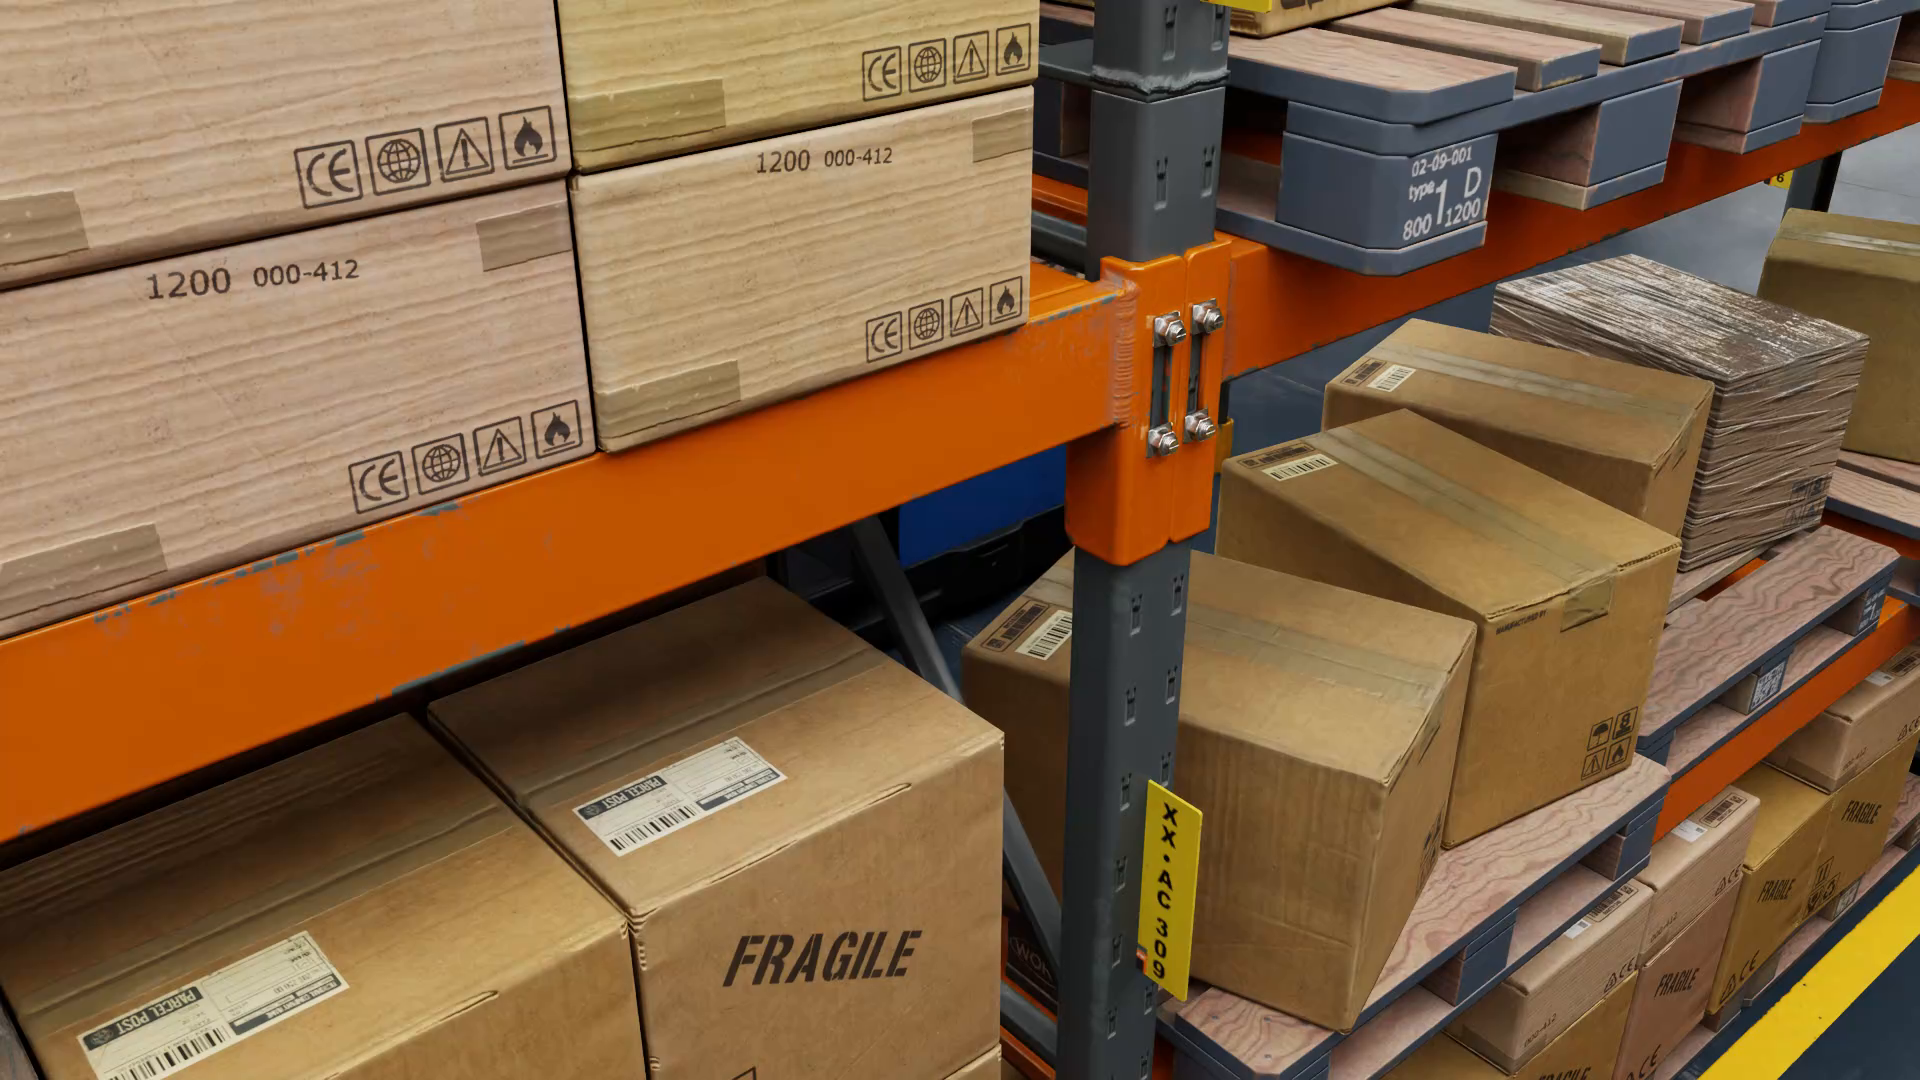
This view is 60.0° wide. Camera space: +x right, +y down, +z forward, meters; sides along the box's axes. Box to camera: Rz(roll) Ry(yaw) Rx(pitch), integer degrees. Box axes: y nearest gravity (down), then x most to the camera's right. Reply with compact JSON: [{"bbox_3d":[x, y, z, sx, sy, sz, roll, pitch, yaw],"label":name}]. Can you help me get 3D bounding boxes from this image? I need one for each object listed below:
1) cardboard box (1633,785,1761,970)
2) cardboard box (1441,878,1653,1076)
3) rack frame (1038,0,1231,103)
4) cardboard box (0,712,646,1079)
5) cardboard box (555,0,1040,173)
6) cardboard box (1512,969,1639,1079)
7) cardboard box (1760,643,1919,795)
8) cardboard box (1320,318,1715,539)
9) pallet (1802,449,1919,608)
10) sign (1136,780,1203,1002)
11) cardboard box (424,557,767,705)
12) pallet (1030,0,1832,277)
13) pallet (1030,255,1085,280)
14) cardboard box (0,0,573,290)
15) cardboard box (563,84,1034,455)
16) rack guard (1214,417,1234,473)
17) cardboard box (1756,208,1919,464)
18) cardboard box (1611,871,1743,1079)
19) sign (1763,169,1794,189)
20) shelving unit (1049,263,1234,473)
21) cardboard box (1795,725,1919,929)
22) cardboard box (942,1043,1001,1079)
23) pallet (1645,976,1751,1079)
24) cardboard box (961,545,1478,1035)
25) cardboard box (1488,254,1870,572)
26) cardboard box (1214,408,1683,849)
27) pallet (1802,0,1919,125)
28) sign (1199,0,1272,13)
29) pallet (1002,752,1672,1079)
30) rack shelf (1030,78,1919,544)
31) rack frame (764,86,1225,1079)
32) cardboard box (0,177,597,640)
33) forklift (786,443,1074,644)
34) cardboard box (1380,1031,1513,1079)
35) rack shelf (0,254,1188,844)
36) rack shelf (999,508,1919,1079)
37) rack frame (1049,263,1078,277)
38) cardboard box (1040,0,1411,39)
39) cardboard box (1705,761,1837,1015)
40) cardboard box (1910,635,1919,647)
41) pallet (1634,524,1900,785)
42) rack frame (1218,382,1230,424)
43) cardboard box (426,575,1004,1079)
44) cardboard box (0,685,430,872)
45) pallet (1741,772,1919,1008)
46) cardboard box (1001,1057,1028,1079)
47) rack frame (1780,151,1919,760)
[{"bbox_3d":[1.589,0.725,4.101,0.500,0.250,0.500,-23,36,-36],"label":"cardboard box"},{"bbox_3d":[1.208,0.878,3.813,0.500,0.250,0.500,-22,35,-35],"label":"cardboard box"},{"bbox_3d":[-0.079,-1.979,1.405,0.127,3.000,1.000,-22,35,-35],"label":"rack frame"},{"bbox_3d":[-0.684,0.587,1.801,0.500,0.500,0.500,-23,36,-36],"label":"cardboard box"},{"bbox_3d":[-0.273,-0.564,1.569,0.500,0.250,0.500,-22,35,-35],"label":"cardboard box"},{"bbox_3d":[1.231,1.198,4.011,0.500,0.500,0.500,-21,35,-34],"label":"cardboard box"},{"bbox_3d":[2.365,0.410,4.689,0.500,0.250,0.500,-20,34,-33],"label":"cardboard box"},{"bbox_3d":[1.225,-0.125,3.749,0.700,0.500,0.500,18,33,30],"label":"cardboard box"},{"bbox_3d":[2.494,-0.239,4.719,1.003,0.211,1.213,-22,35,-35],"label":"pallet"},{"bbox_3d":[0.279,0.478,2.255,0.005,0.325,0.100,-22,35,-35],"label":"sign"},{"bbox_3d":[-0.620,0.226,2.479,0.500,0.500,0.500,-21,34,-34],"label":"cardboard box"},{"bbox_3d":[0.463,-0.747,2.482,1.003,0.211,1.213,-22,35,-35],"label":"pallet"},{"bbox_3d":[0.366,-1.327,9.509,1.213,0.211,1.003,-22,35,-35],"label":"pallet"},{"bbox_3d":[-0.655,-0.412,1.285,0.500,0.250,0.500,-22,35,-35],"label":"cardboard box"},{"bbox_3d":[-0.276,-0.345,1.690,0.500,0.250,0.500,-22,35,-35],"label":"cardboard box"},{"bbox_3d":[1.064,-0.539,7.994,0.087,0.250,0.587,-22,35,-35],"label":"rack guard"},{"bbox_3d":[2.558,-0.553,4.550,0.700,0.500,0.500,15,32,26],"label":"cardboard box"},{"bbox_3d":[1.616,1.043,4.301,0.500,0.500,0.500,-23,36,-37],"label":"cardboard box"},{"bbox_3d":[2.601,-1.265,5.206,0.005,0.325,0.100,-22,35,-35],"label":"sign"},{"bbox_3d":[0.685,-0.938,7.413,1.083,1.500,0.587,-22,35,-35],"label":"shelving unit"},{"bbox_3d":[2.405,0.722,4.901,0.500,0.500,0.500,-20,34,-33],"label":"cardboard box"},{"bbox_3d":[-0.293,0.868,2.337,0.500,0.500,0.500,-21,35,-34],"label":"cardboard box"},{"bbox_3d":[1.444,1.260,4.669,1.213,0.211,1.003,-22,35,-35],"label":"pallet"},{"bbox_3d":[0.427,0.373,2.817,0.700,0.500,0.500,15,32,26],"label":"cardboard box"},{"bbox_3d":[1.738,-0.341,4.154,0.500,0.500,0.700,-15,32,-26],"label":"cardboard box"},{"bbox_3d":[0.909,0.140,3.254,0.500,0.500,0.700,-16,32,-27],"label":"cardboard box"},{"bbox_3d":[1.250,-1.065,3.078,1.003,0.211,1.213,-22,35,-35],"label":"pallet"},{"bbox_3d":[0.279,-0.691,1.630,0.005,0.325,0.100,-22,35,-35],"label":"sign"},{"bbox_3d":[0.600,0.547,3.248,1.213,0.211,1.003,-22,35,-35],"label":"pallet"},{"bbox_3d":[1.443,-0.950,3.426,4.000,0.370,1.077,-22,35,-35],"label":"rack shelf"},{"bbox_3d":[-0.079,0.667,2.819,0.127,3.000,1.000,-22,35,-35],"label":"rack frame"},{"bbox_3d":[-0.663,-0.196,1.411,0.500,0.250,0.500,-22,35,-35],"label":"cardboard box"},{"bbox_3d":[-0.902,-0.952,5.922,3.031,2.935,1.130,-22,35,-35],"label":"forklift"},{"bbox_3d":[0.846,1.348,3.730,0.500,0.500,0.500,-21,35,-34],"label":"cardboard box"},{"bbox_3d":[-1.600,0.274,1.136,4.000,0.370,1.077,-22,35,-35],"label":"rack shelf"},{"bbox_3d":[1.443,0.373,4.133,4.000,0.370,1.077,-22,35,-35],"label":"rack shelf"},{"bbox_3d":[0.306,-0.785,7.127,0.032,1.500,0.500,-22,35,-35],"label":"rack frame"},{"bbox_3d":[0.352,-1.057,2.205,0.600,0.600,0.600,25,37,38],"label":"cardboard box"},{"bbox_3d":[2.011,0.881,4.605,0.500,0.500,0.500,-23,36,-37],"label":"cardboard box"},{"bbox_3d":[3.553,0.416,5.760,0.500,0.250,0.500,-22,35,-35],"label":"cardboard box"},{"bbox_3d":[1.488,0.125,4.037,1.213,0.211,1.003,-22,35,-35],"label":"pallet"},{"bbox_3d":[1.079,-1.096,7.710,0.032,1.500,0.500,-22,35,-35],"label":"rack frame"},{"bbox_3d":[-0.296,0.430,2.096,0.500,0.500,0.500,-22,35,-35],"label":"cardboard box"},{"bbox_3d":[-1.012,0.384,2.183,0.500,0.500,0.500,-23,36,-36],"label":"cardboard box"},{"bbox_3d":[2.372,0.888,5.364,1.213,0.211,1.003,-22,35,-35],"label":"pallet"},{"bbox_3d":[0.110,1.322,3.779,0.500,0.500,0.500,-22,35,-35],"label":"cardboard box"},{"bbox_3d":[2.964,-0.556,5.109,0.127,3.000,1.000,-22,35,-35],"label":"rack frame"}]
